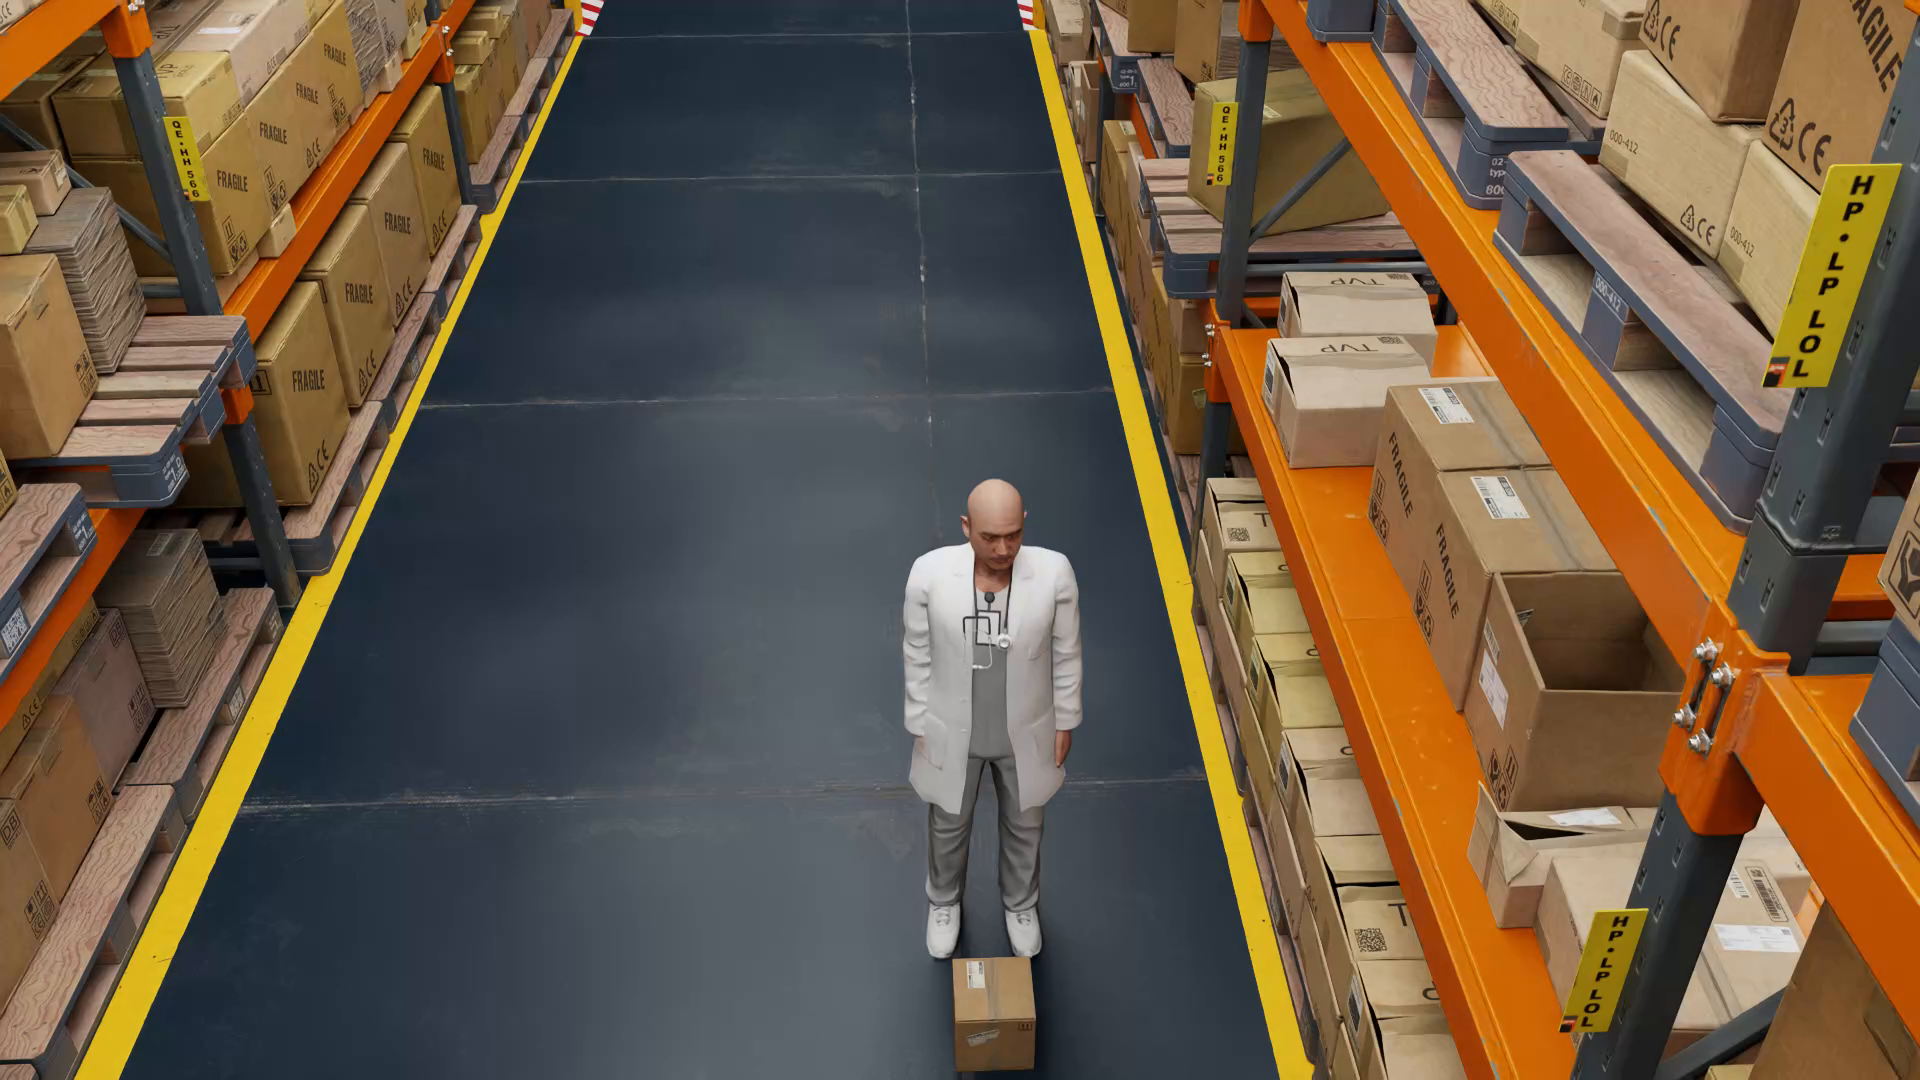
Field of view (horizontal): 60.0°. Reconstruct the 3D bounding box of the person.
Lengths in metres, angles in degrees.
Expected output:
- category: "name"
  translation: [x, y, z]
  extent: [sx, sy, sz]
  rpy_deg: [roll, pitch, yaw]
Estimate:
- category: "person"
  translation: [0.107, 0.603, 5.299]
  extent: [0.566, 1.791, 0.396]
  rpy_deg: [-1, 35, -1]
